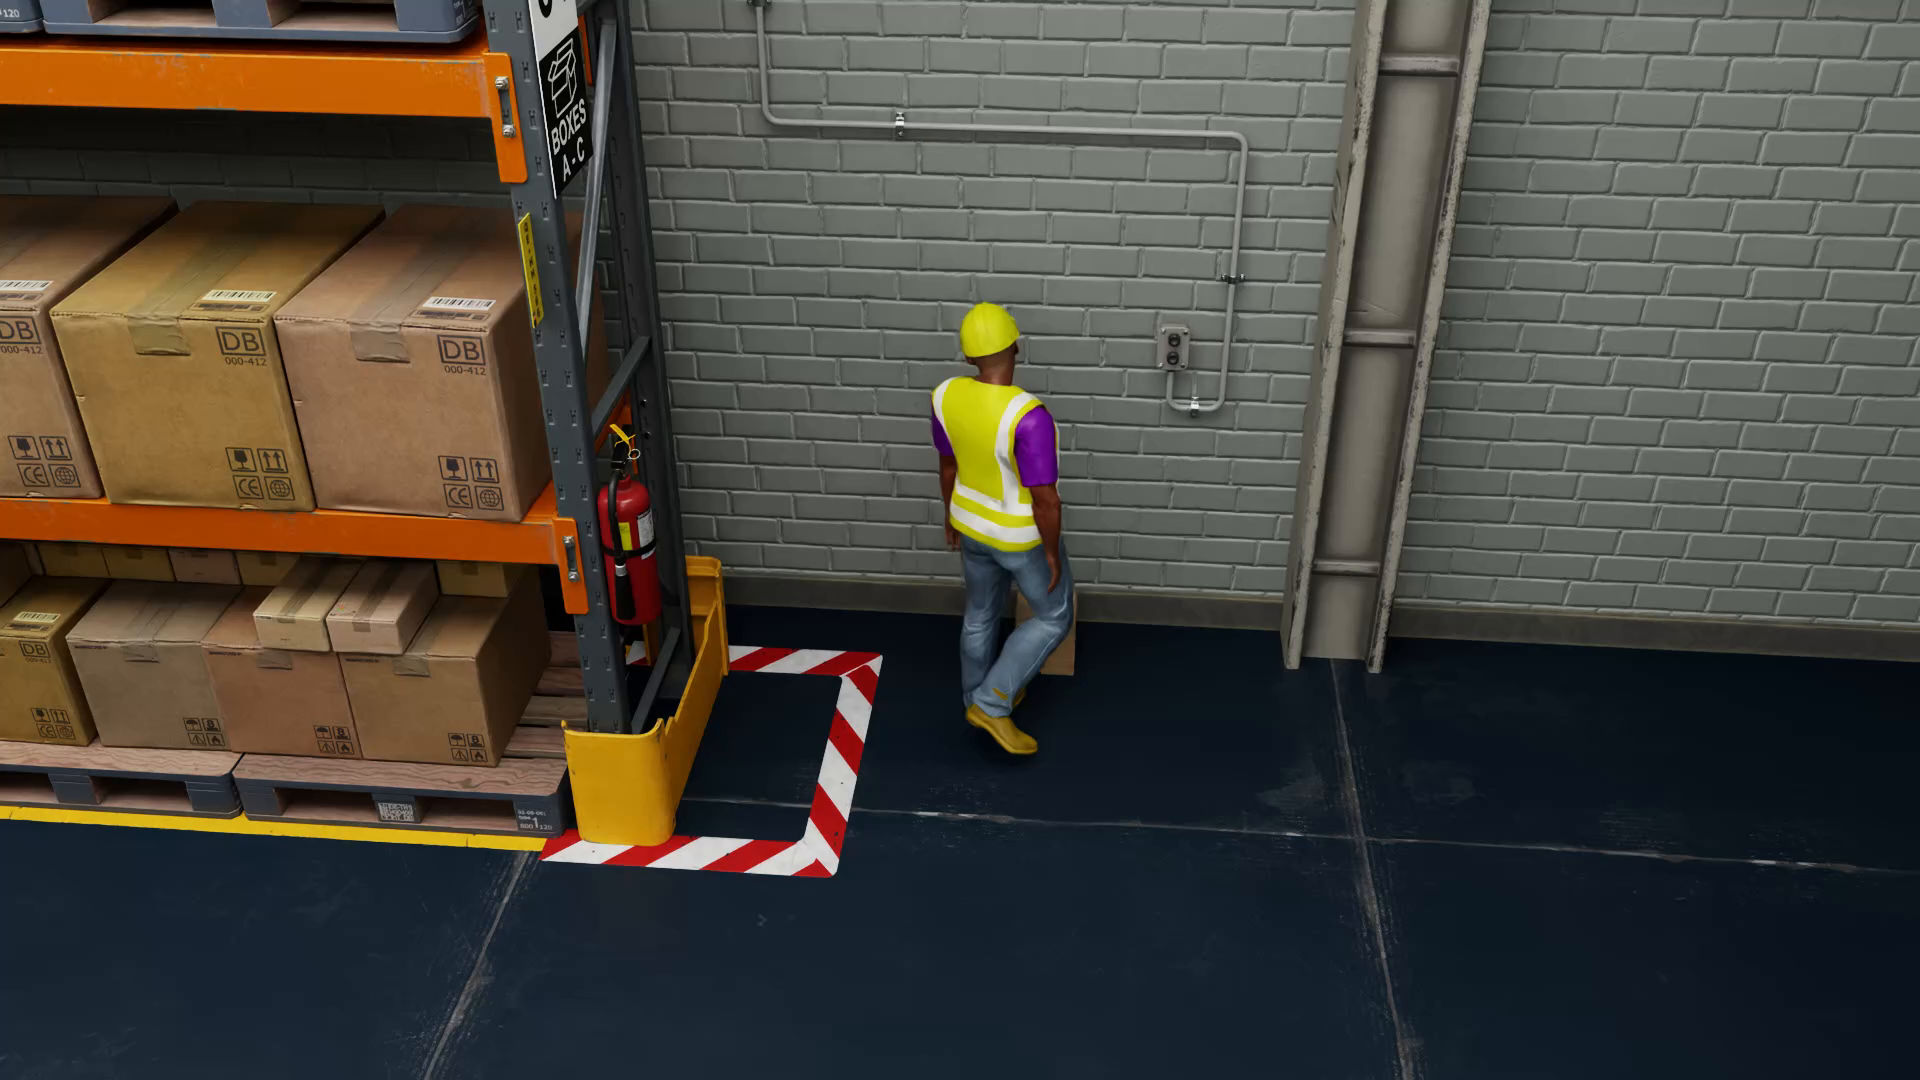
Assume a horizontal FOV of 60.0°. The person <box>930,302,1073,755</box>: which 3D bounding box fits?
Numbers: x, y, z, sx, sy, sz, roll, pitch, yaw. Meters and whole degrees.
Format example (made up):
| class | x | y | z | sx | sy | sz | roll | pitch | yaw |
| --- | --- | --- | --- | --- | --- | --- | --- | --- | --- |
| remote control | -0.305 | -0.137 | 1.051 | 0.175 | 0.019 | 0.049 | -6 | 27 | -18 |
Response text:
| class | x | y | z | sx | sy | sz | roll | pitch | yaw |
| --- | --- | --- | --- | --- | --- | --- | --- | --- | --- |
| person | 0.140 | -0.026 | 6.126 | 0.590 | 1.760 | 0.469 | 26 | 40 | 35 |
